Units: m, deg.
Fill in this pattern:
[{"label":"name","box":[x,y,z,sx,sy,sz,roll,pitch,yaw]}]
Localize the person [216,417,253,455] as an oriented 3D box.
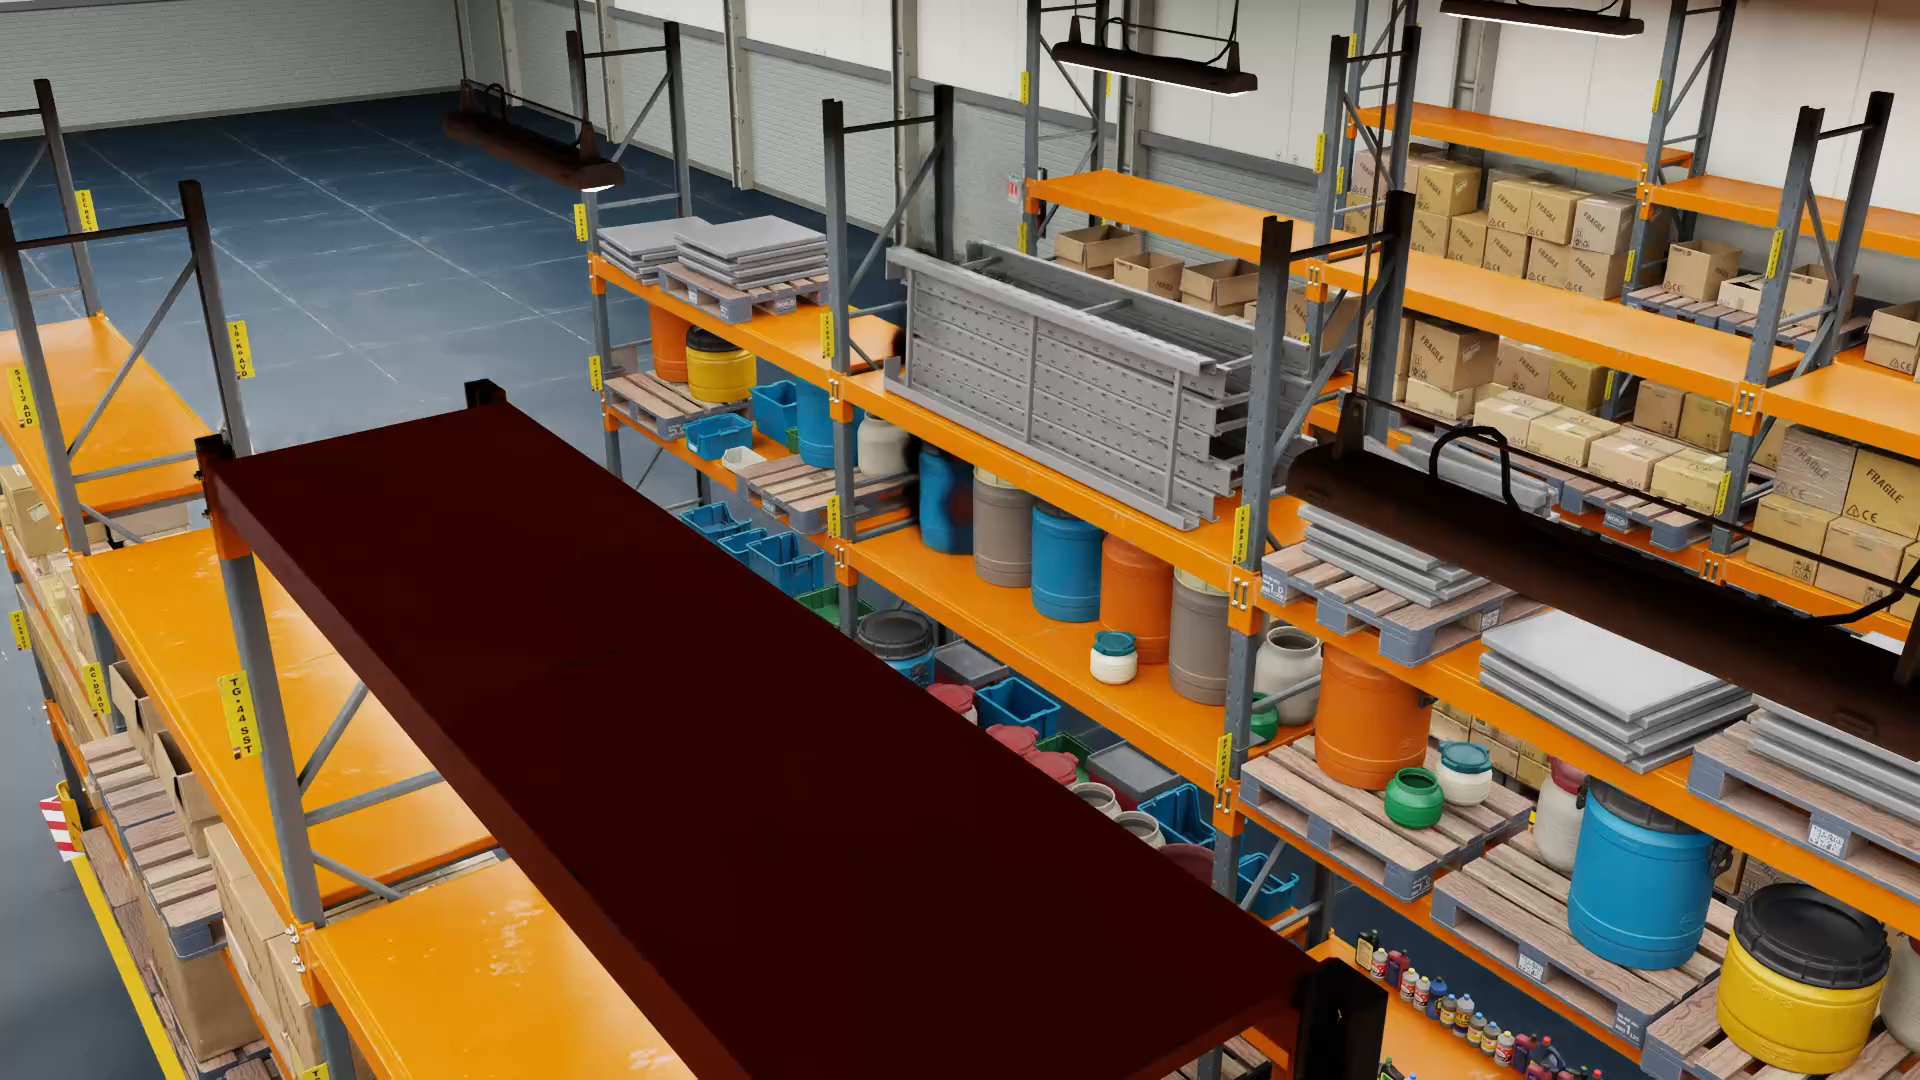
[{"label":"person","box":[-7.702,-0.462,17.851,0.849,1.831,0.648,-6,25,-13]}]
